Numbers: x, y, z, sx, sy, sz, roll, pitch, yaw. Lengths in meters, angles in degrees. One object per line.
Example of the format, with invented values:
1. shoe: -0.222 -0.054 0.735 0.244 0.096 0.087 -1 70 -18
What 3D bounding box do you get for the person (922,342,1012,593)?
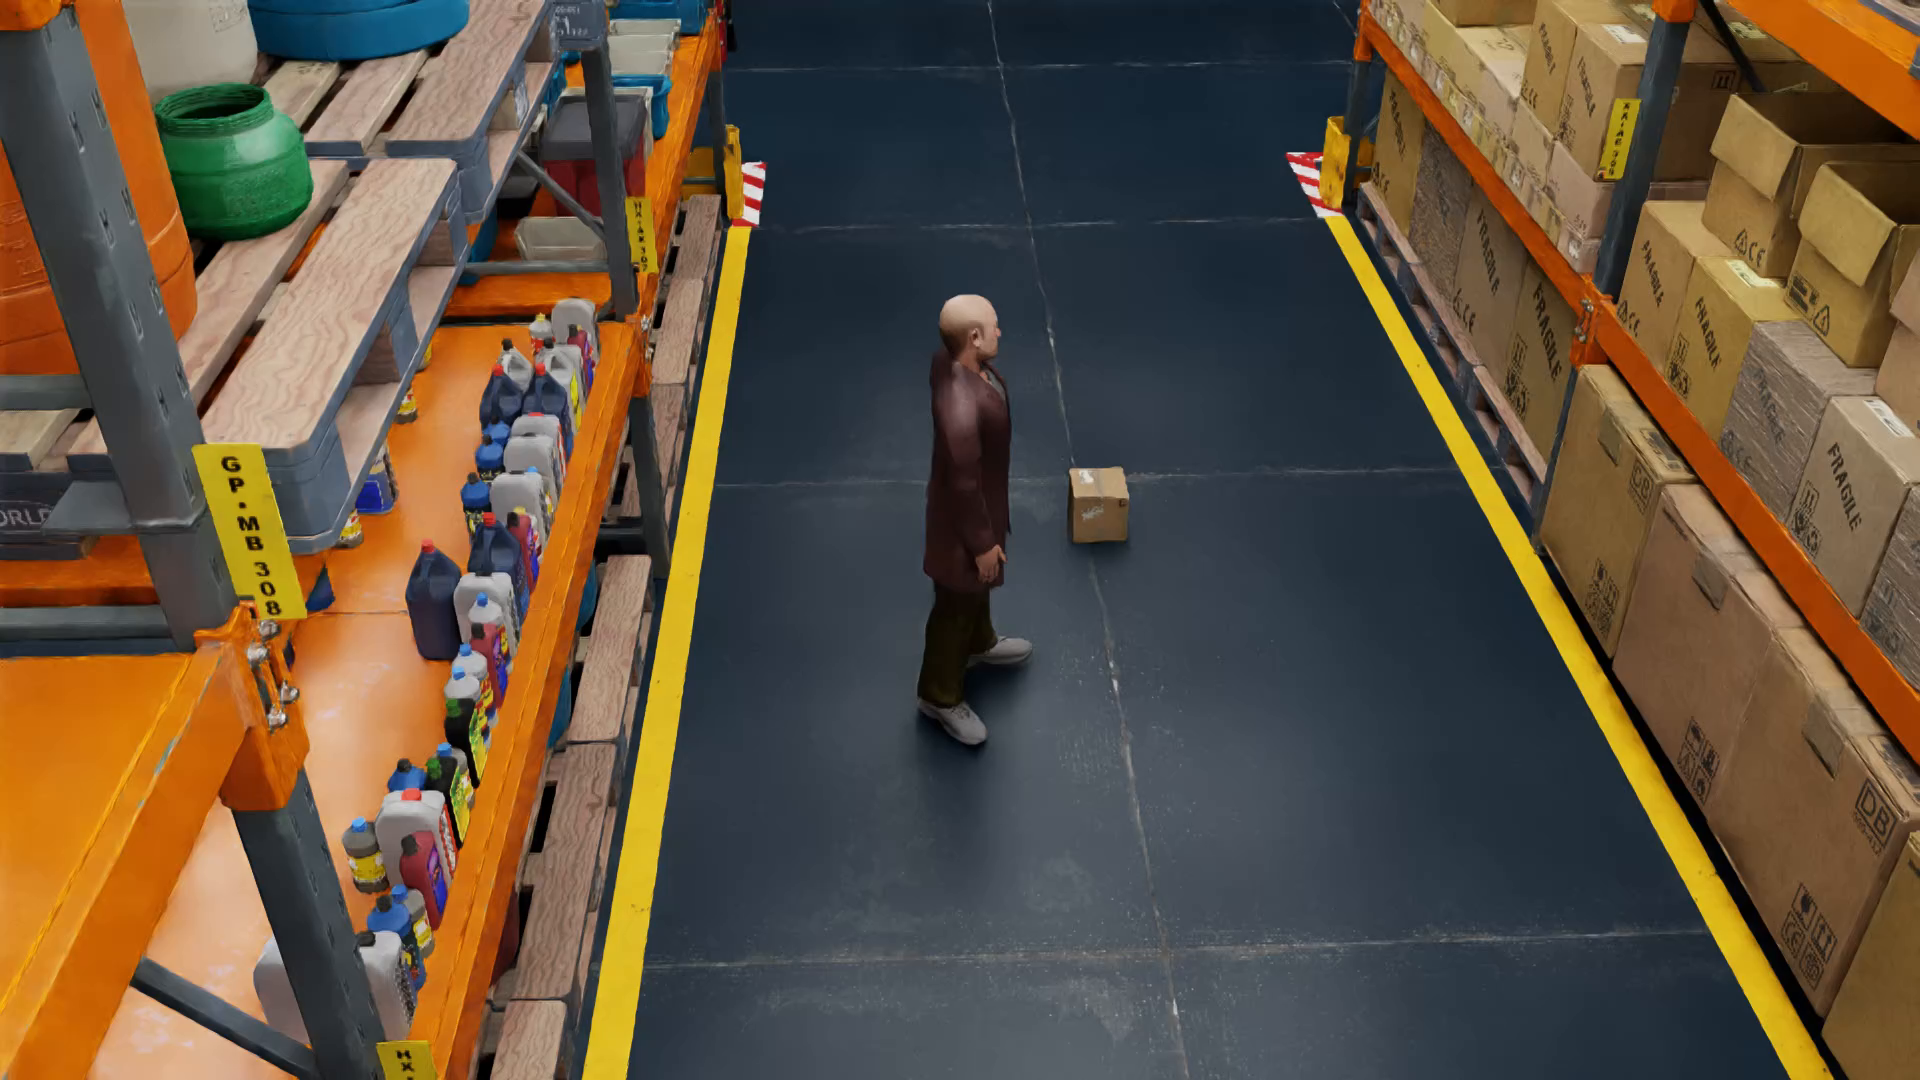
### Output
1. person: 0.029 -0.314 6.151 0.341 0.931 0.677 0 35 1
